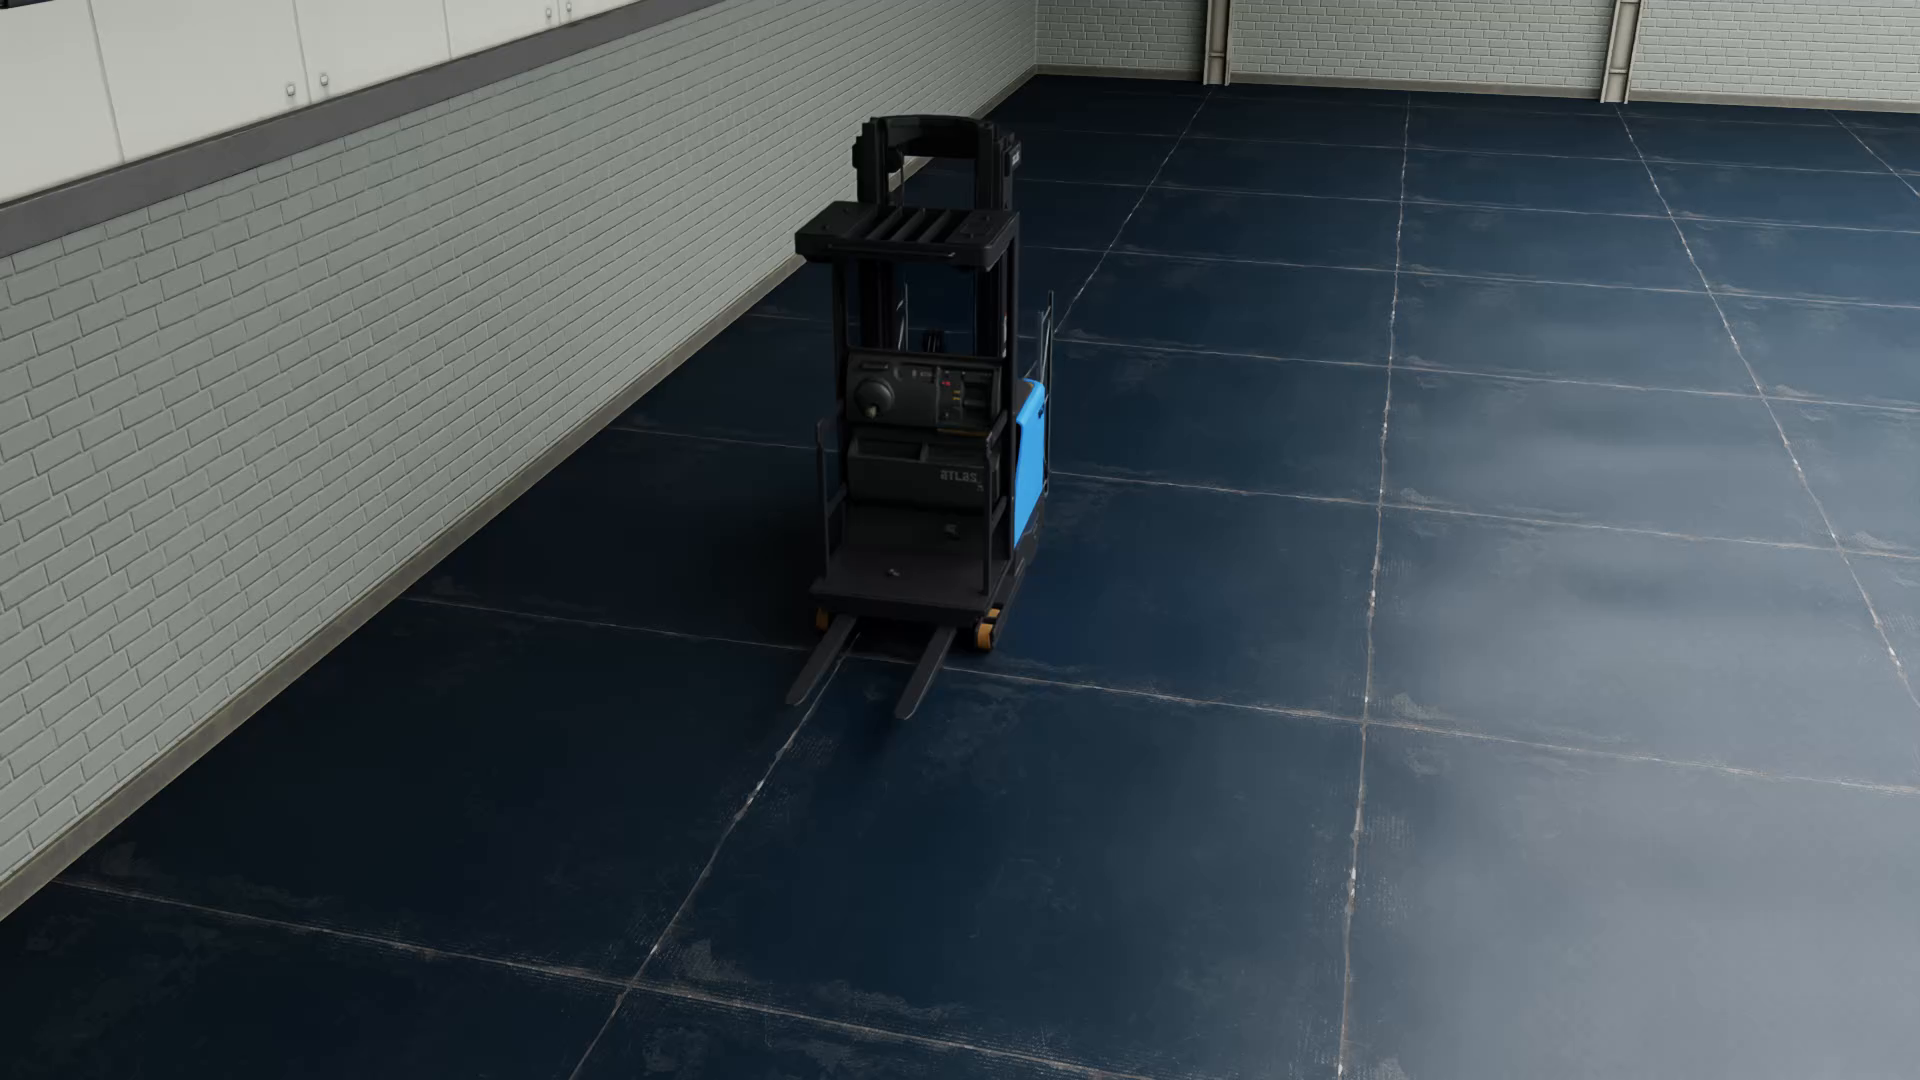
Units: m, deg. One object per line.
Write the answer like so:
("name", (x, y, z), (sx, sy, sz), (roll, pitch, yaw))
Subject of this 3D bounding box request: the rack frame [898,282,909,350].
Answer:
("rack frame", (-0.425, -1.002, 11.611), (0.032, 1.500, 0.500), (5, 26, 10))

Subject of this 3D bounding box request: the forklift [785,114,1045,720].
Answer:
("forklift", (-0.262, -0.843, 9.612), (1.130, 2.935, 3.031), (6, 26, 12))

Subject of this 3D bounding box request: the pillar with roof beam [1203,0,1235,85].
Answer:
("pillar with roof beam", (3.028, -9.577, 20.898), (0.400, 9.000, 9.100), (6, 26, 13))

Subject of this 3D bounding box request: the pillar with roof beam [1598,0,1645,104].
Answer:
("pillar with roof beam", (8.839, -8.935, 19.548), (0.400, 9.000, 9.100), (6, 26, 13))

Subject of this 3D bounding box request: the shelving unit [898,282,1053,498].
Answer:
("shelving unit", (0.074, -0.960, 11.522), (1.048, 1.500, 0.538), (5, 26, 10))

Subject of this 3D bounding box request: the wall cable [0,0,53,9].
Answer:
("wall cable", (-3.889, -4.607, 6.503), (0.169, 6.003, 2.305), (6, 26, 13))

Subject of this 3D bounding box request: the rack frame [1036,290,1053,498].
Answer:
("rack frame", (0.573, -0.918, 11.433), (0.032, 1.500, 0.500), (5, 26, 10))
